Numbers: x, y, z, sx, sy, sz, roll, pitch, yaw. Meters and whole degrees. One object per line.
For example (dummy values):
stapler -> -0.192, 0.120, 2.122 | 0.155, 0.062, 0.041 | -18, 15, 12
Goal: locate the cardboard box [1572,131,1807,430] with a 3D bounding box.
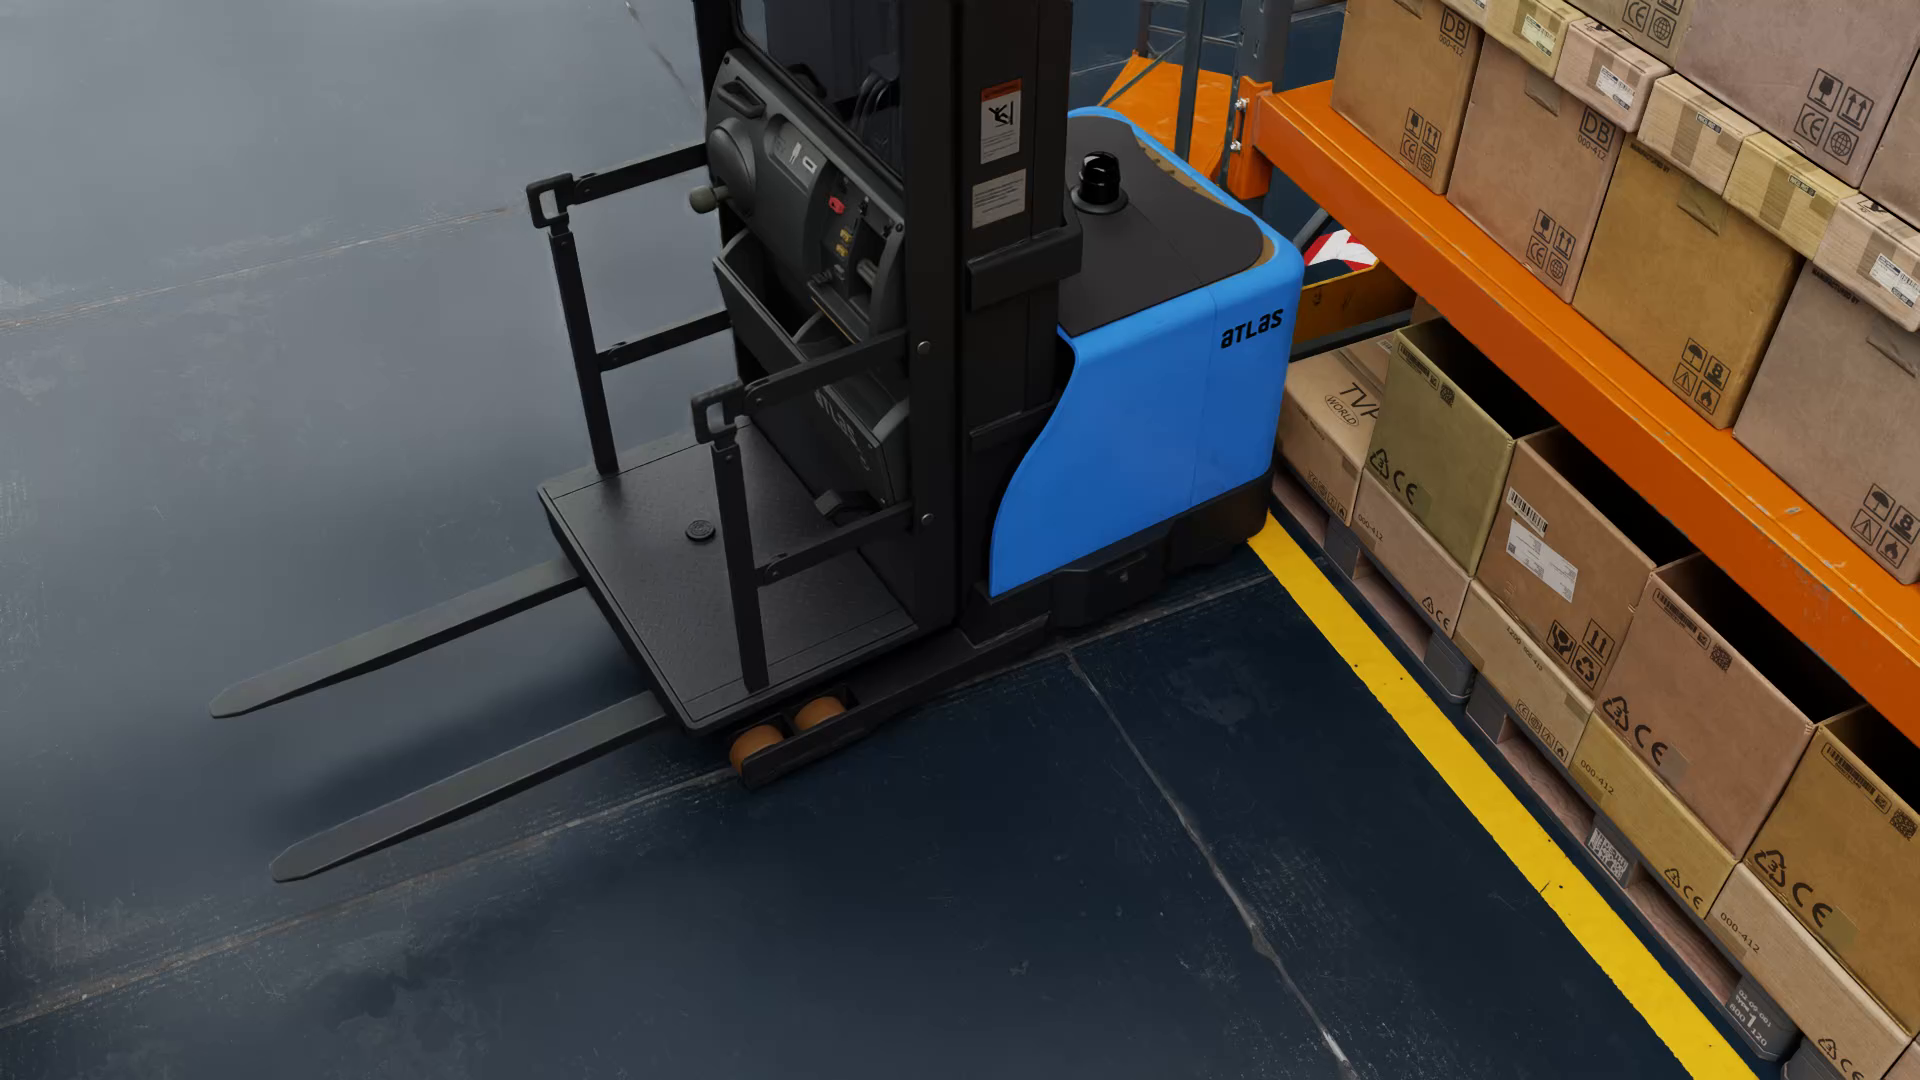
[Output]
cardboard box -> 1.872, -0.675, 3.727 | 0.700, 0.500, 0.500 | -18, 47, -17

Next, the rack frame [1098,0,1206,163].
rack frame -> 0.480, -1.155, 5.353 | 0.500, 1.500, 0.032 | 17, 47, 16

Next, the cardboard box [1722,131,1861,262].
cardboard box -> 1.772, -0.725, 3.316 | 0.380, 0.149, 0.250 | -19, 48, -18

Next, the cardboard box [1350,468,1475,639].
cardboard box -> 1.496, -0.038, 4.811 | 0.500, 0.250, 0.500 | -18, 47, -17

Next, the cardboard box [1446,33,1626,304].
cardboard box -> 1.669, -0.993, 4.049 | 0.700, 0.500, 0.500 | -17, 47, -16

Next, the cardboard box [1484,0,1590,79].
cardboard box -> 1.446, -1.218, 3.816 | 0.380, 0.149, 0.250 | -18, 47, -17

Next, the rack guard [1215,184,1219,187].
rack guard -> 0.874, -1.354, 6.444 | 0.587, 0.250, 0.087 | 17, 47, 16

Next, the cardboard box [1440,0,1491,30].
cardboard box -> 1.342, -1.377, 3.977 | 0.380, 0.149, 0.250 | -19, 48, -18

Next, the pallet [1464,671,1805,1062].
pallet -> 2.128, 0.652, 4.439 | 1.003, 0.211, 1.213 | -18, 47, -17

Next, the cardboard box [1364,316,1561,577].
cardboard box -> 1.495, -0.304, 4.547 | 0.500, 0.500, 0.500 | -18, 47, -17

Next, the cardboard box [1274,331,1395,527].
cardboard box -> 1.283, -0.355, 5.133 | 0.500, 0.250, 0.500 | -18, 47, -17

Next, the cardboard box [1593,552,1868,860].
cardboard box -> 1.911, 0.335, 3.900 | 0.500, 0.500, 0.500 | -18, 47, -17

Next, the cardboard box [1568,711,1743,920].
cardboard box -> 1.912, 0.601, 4.164 | 0.500, 0.250, 0.500 | -18, 47, -17

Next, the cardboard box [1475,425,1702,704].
cardboard box -> 1.716, 0.011, 4.228 | 0.500, 0.500, 0.500 | -18, 47, -17

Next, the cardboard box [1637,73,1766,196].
cardboard box -> 1.664, -0.887, 3.481 | 0.380, 0.149, 0.250 | -20, 48, -19

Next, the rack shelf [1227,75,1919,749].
rack shelf -> 2.100, -0.061, 3.689 | 1.077, 0.370, 4.000 | -18, 47, -17

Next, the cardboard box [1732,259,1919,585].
cardboard box -> 2.097, -0.340, 3.388 | 0.700, 0.500, 0.500 | -17, 47, -16

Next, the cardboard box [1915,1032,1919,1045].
cardboard box -> 2.348, 0.966, 3.260 | 0.500, 0.500, 0.500 | -18, 47, -17

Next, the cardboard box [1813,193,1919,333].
cardboard box -> 1.874, -0.565, 3.154 | 0.380, 0.149, 0.250 | -18, 47, -17

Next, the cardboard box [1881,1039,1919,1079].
cardboard box -> 2.346, 1.234, 3.522 | 0.500, 0.250, 0.500 | -18, 47, -17

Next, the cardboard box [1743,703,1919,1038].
cardboard box -> 2.134, 0.649, 3.581 | 0.500, 0.500, 0.500 | -18, 47, -17

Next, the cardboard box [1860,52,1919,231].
cardboard box -> 2.115, -0.781, 2.911 | 0.700, 0.500, 0.500 | -18, 47, -17

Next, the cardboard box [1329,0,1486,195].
cardboard box -> 1.444, -1.326, 4.387 | 0.700, 0.500, 0.500 | -18, 47, -17

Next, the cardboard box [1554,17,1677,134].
cardboard box -> 1.550, -1.056, 3.652 | 0.380, 0.149, 0.250 | -19, 48, -18

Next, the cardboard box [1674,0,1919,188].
cardboard box -> 1.905, -1.100, 3.234 | 0.700, 0.500, 0.500 | -18, 47, -17

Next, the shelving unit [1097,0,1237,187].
shelving unit -> 0.677, -1.477, 5.679 | 0.587, 1.500, 1.083 | 17, 47, 16

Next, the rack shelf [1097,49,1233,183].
rack shelf -> 0.681, -1.355, 5.811 | 0.538, 0.185, 1.000 | 17, 47, 16

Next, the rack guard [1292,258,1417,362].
rack guard -> 1.249, -0.717, 5.621 | 1.175, 0.500, 0.348 | -18, 47, -17

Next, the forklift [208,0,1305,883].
forklift -> -0.565, -0.800, 3.974 | 3.031, 2.935, 1.130 | -23, 49, -22

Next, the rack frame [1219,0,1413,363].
rack frame -> 1.259, -1.592, 4.728 | 1.000, 3.000, 0.127 | -18, 47, -17

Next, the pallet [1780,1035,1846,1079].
pallet -> 2.644, 1.431, 3.650 | 1.003, 0.211, 1.213 | -18, 47, -17

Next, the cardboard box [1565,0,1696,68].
cardboard box -> 1.692, -1.421, 3.559 | 0.700, 0.500, 0.500 | -19, 48, -18

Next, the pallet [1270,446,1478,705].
pallet -> 1.619, -0.124, 5.226 | 1.003, 0.211, 1.213 | -18, 47, -17

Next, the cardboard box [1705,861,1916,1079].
cardboard box -> 2.123, 0.920, 3.841 | 0.500, 0.250, 0.500 | -18, 47, -17

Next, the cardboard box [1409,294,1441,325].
cardboard box -> 1.754, -0.776, 5.025 | 0.500, 0.500, 0.500 | -18, 47, -17

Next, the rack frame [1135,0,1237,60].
rack frame -> 0.881, -1.811, 6.018 | 0.500, 1.500, 0.032 | 17, 47, 16

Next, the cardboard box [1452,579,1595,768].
cardboard box -> 1.706, 0.281, 4.488 | 0.500, 0.250, 0.500 | -18, 47, -17
